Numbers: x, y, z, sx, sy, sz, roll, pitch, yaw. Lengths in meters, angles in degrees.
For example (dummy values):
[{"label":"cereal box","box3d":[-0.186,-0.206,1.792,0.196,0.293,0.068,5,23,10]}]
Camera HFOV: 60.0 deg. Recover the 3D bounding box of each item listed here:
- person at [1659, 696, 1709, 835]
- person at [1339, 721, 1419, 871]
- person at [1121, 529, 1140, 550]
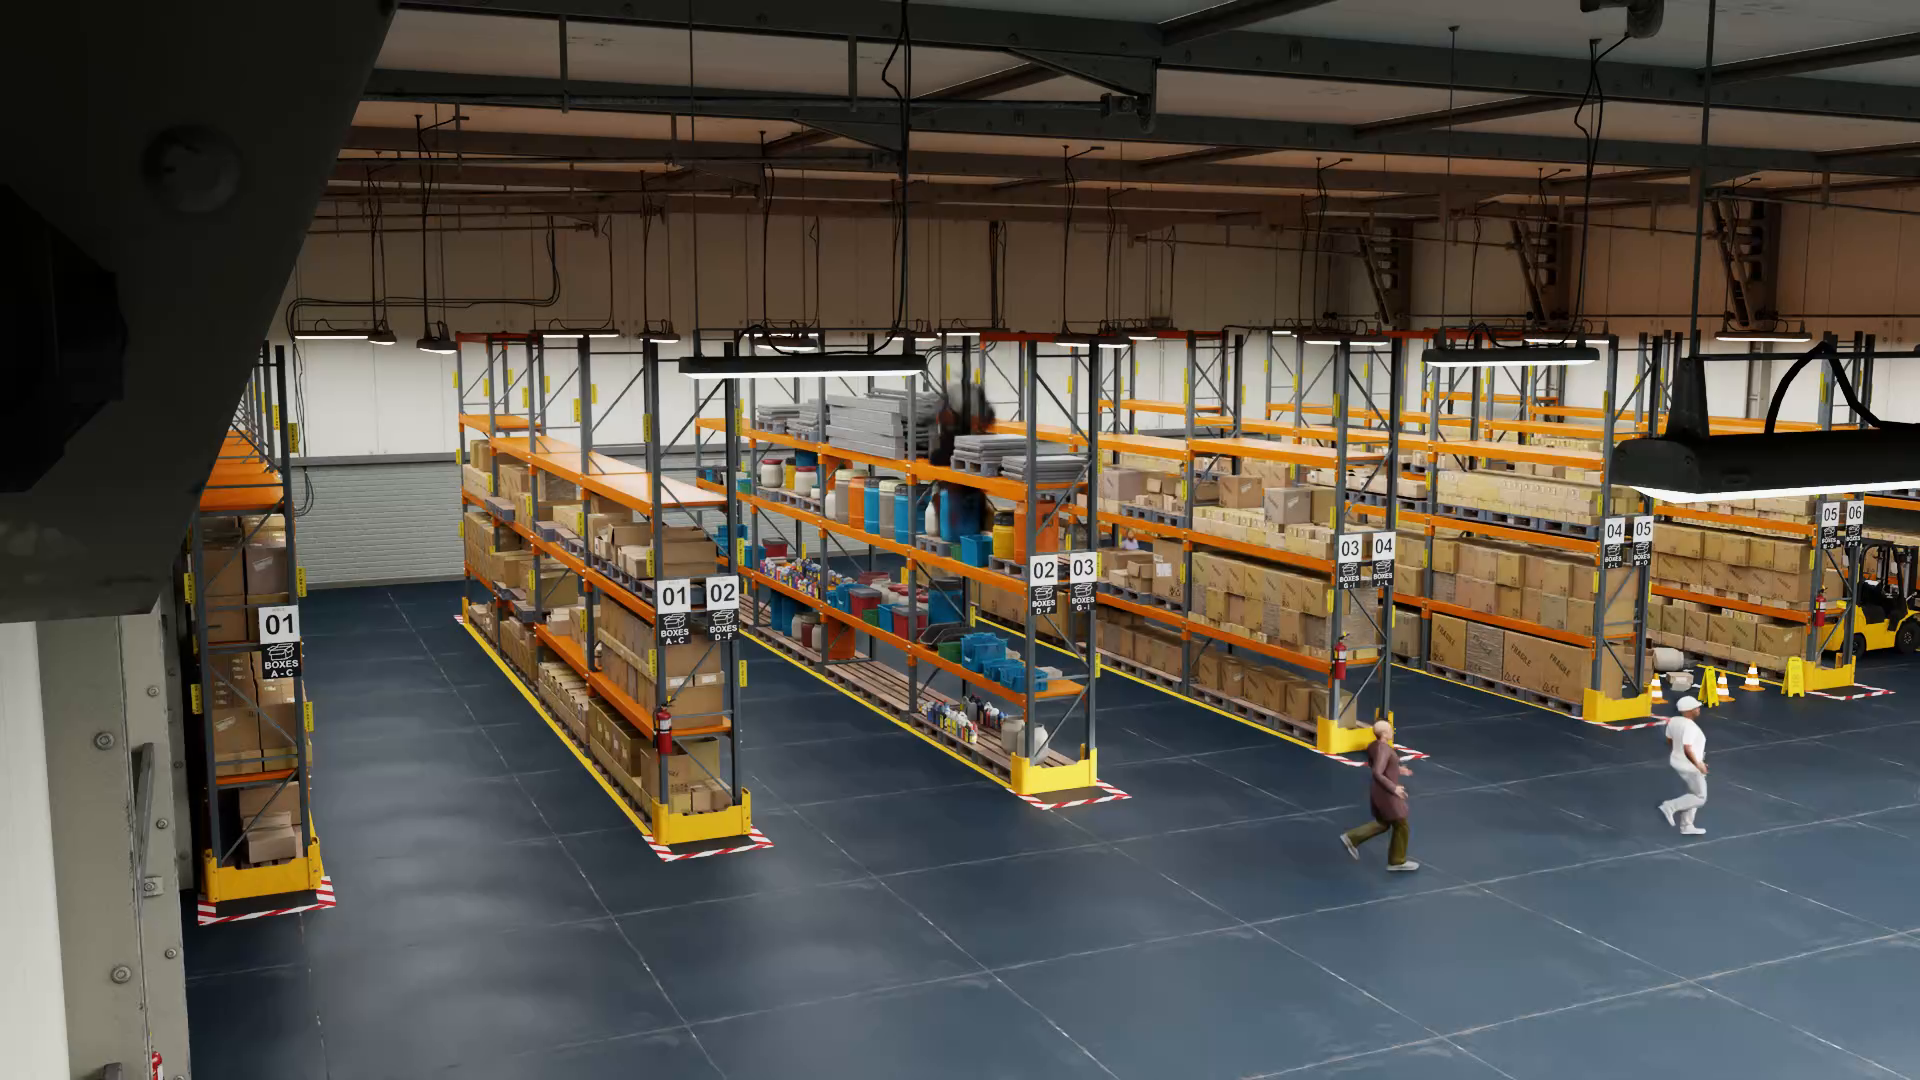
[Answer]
[{"label":"person","box3d":[8.834,2.756,20.291,0.618,1.722,0.718,0,8,-1]},{"label":"person","box3d":[4.812,2.920,18.968,0.904,1.745,0.720,0,8,-1]},{"label":"person","box3d":[3.751,0.576,36.751,0.619,1.657,0.931,-3,8,-24]}]
